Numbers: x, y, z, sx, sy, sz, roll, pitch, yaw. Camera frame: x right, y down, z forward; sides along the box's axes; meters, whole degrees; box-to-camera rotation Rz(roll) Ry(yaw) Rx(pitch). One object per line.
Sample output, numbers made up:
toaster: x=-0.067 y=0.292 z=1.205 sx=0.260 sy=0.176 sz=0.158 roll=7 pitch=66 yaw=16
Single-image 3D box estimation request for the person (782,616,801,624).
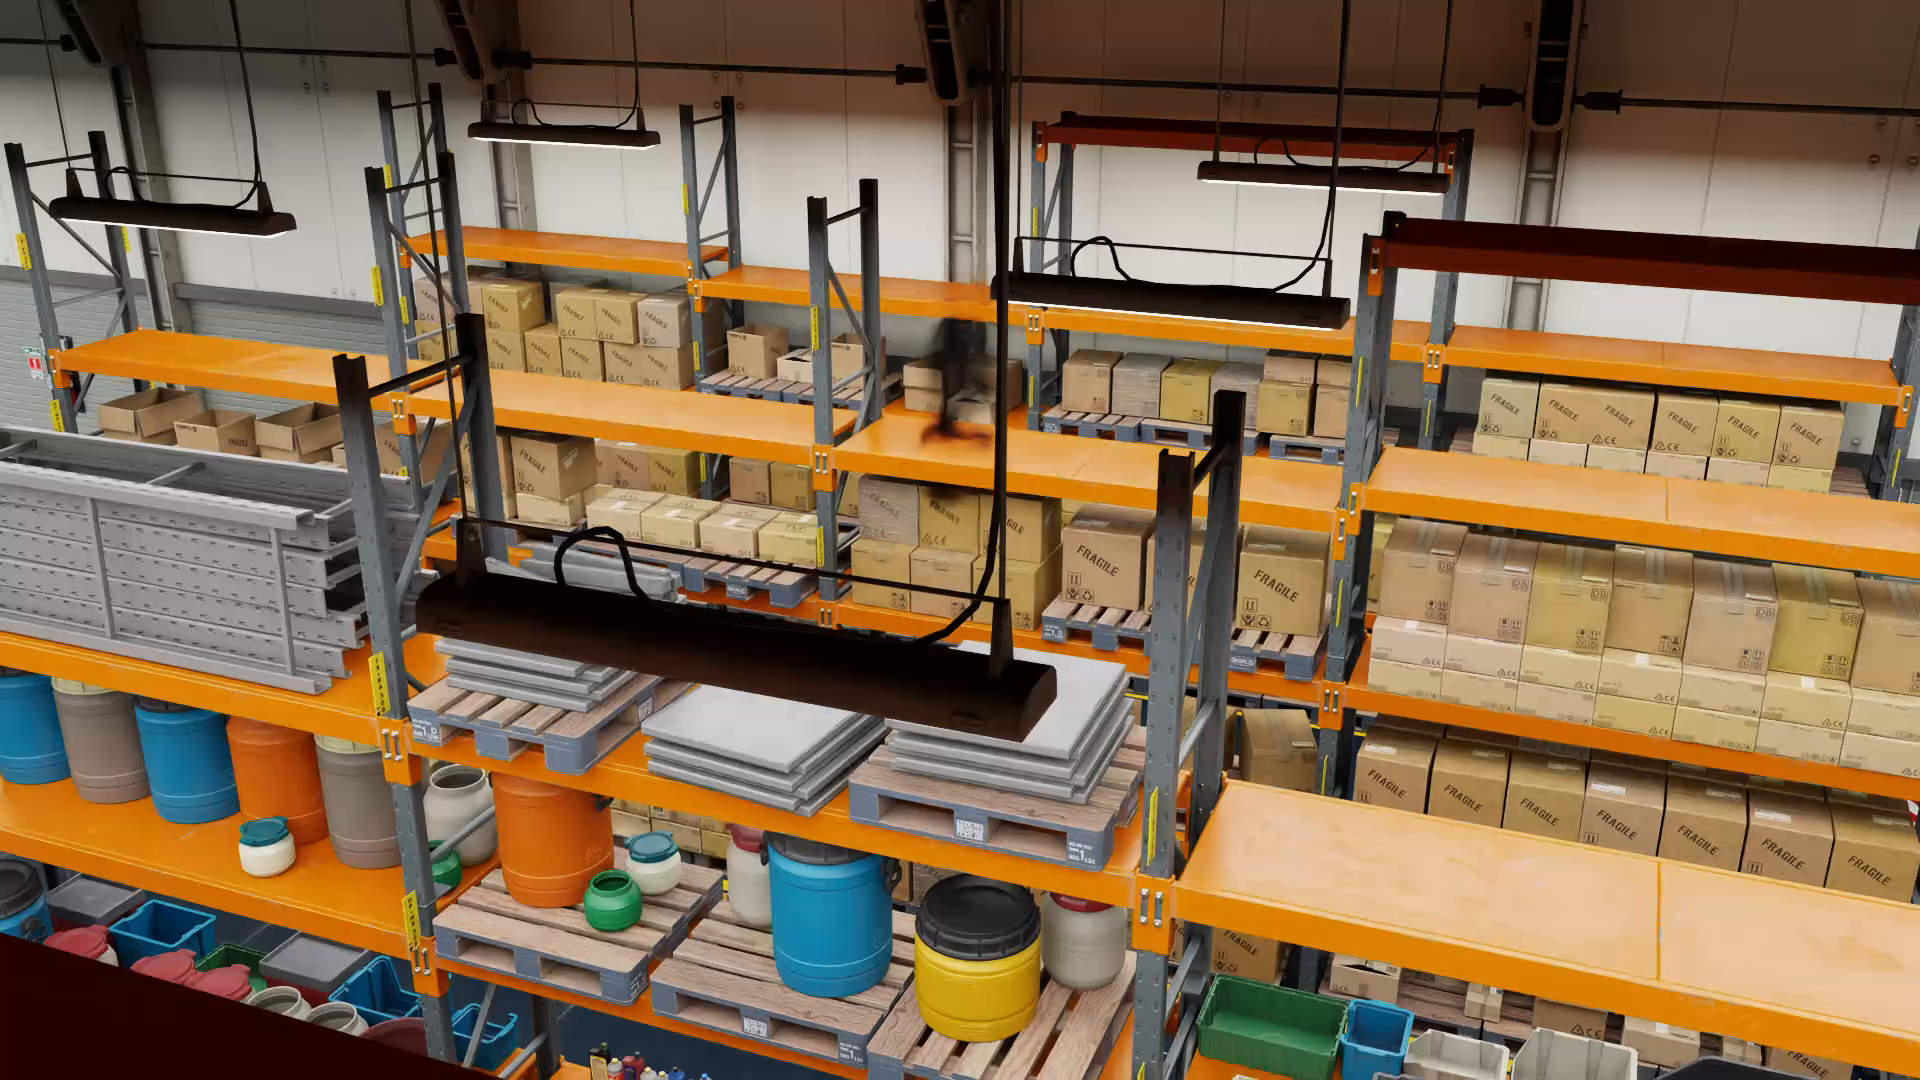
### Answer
person: x=-1.540 y=1.494 z=16.211 sx=0.838 sy=1.626 sz=0.527 roll=4 pitch=21 yaw=11
